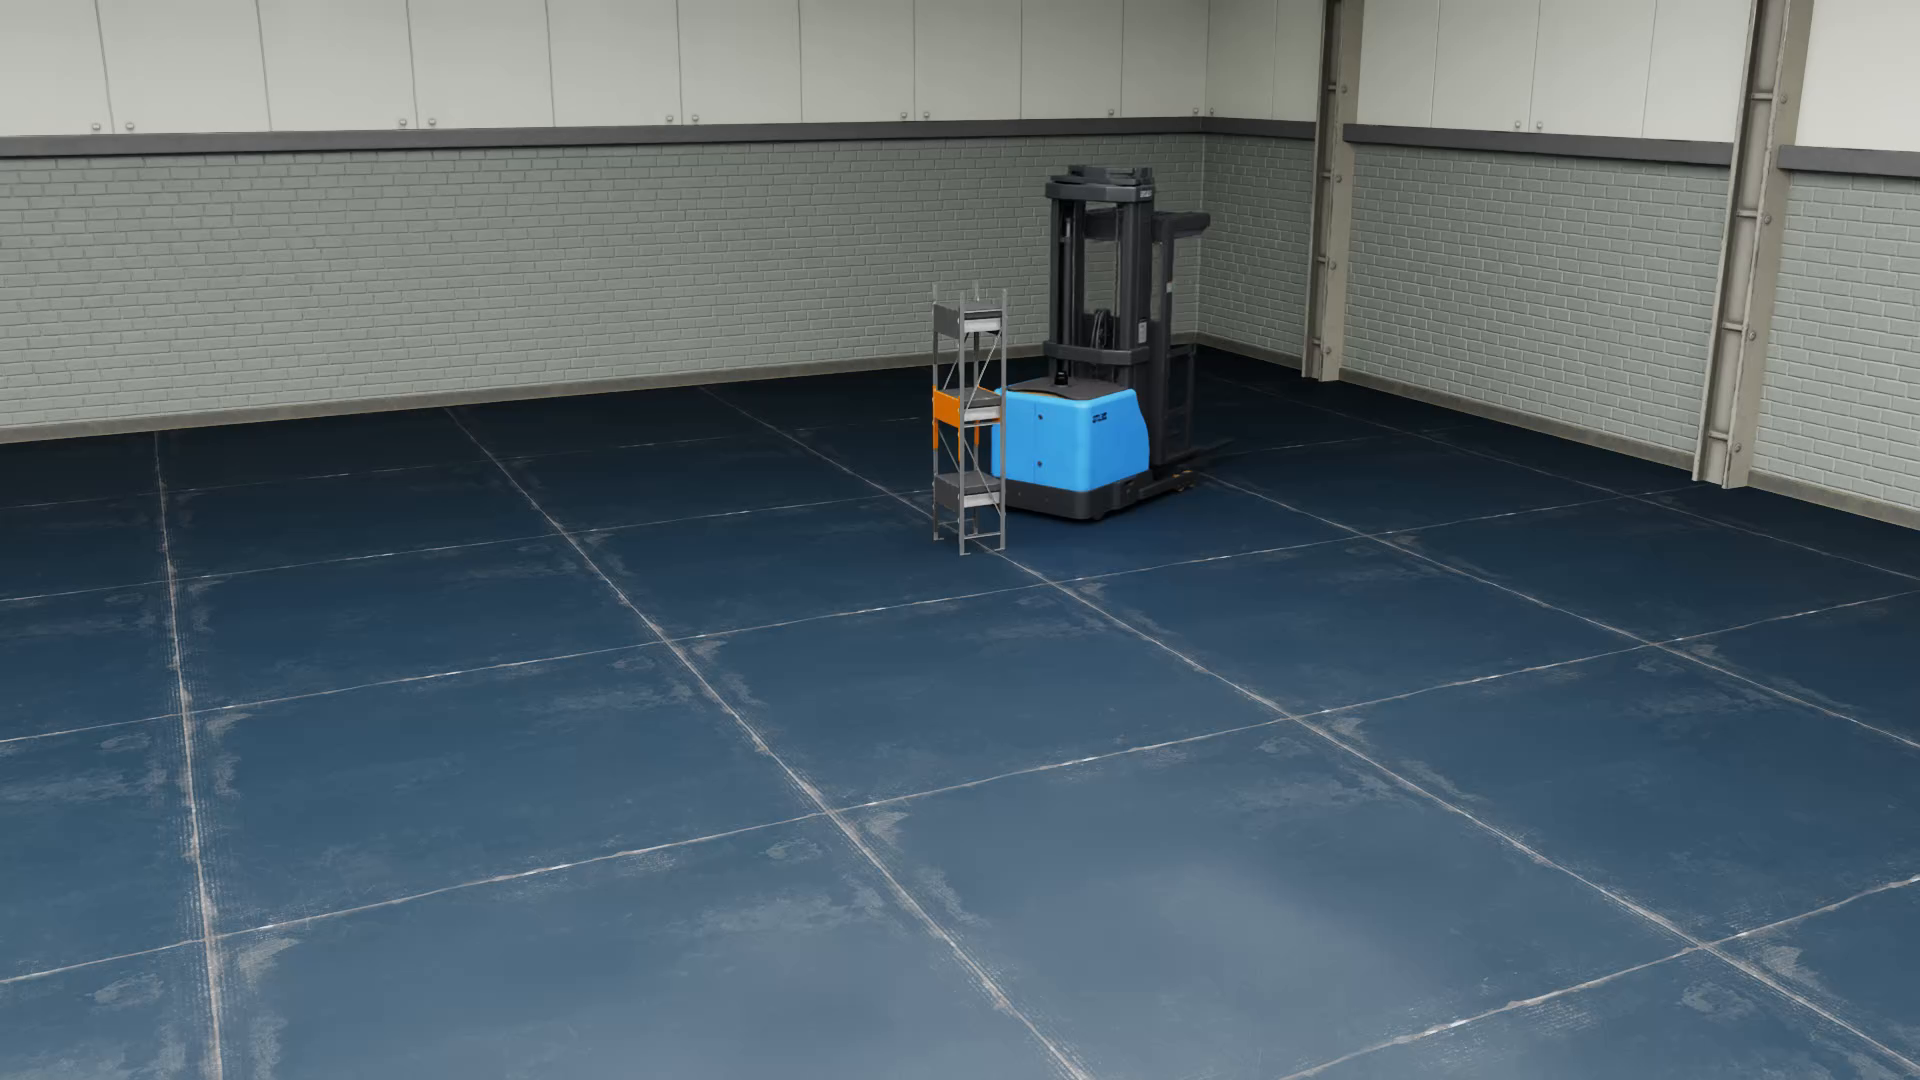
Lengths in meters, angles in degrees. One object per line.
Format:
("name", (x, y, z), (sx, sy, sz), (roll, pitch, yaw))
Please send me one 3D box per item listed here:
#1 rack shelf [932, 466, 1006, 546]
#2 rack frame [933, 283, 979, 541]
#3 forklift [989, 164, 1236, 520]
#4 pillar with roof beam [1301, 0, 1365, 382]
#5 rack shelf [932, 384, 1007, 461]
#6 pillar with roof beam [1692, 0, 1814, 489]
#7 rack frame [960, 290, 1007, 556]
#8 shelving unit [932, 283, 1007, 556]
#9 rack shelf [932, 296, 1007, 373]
("rack shelf", (0.073, -0.282, 13.515), (0.431, 0.518, 0.480), (-8, 18, -25))
("rack frame", (-0.034, -1.029, 13.529), (0.400, 2.100, 0.015), (-8, 18, -25))
("forklift", (1.551, -1.922, 15.135), (1.130, 2.935, 3.031), (12, 20, 36))
("pillar with roof beam", (0.648, -5.833, 17.763), (9.100, 9.000, 0.400), (-8, 18, -25))
("rack shelf", (0.072, -0.955, 13.322), (0.431, 0.518, 0.480), (-8, 18, -25))
("pillar with roof beam", (3.276, -4.345, 12.578), (9.100, 9.000, 0.400), (-8, 18, -25))
("rack frame", (0.179, -0.908, 13.107), (0.400, 2.100, 0.015), (-8, 18, -25))
("shelving unit", (0.072, -0.968, 13.318), (0.431, 2.100, 0.503), (-8, 18, -25))
("rack shelf", (0.072, -1.628, 13.129), (0.431, 0.518, 0.480), (-8, 18, -25))
